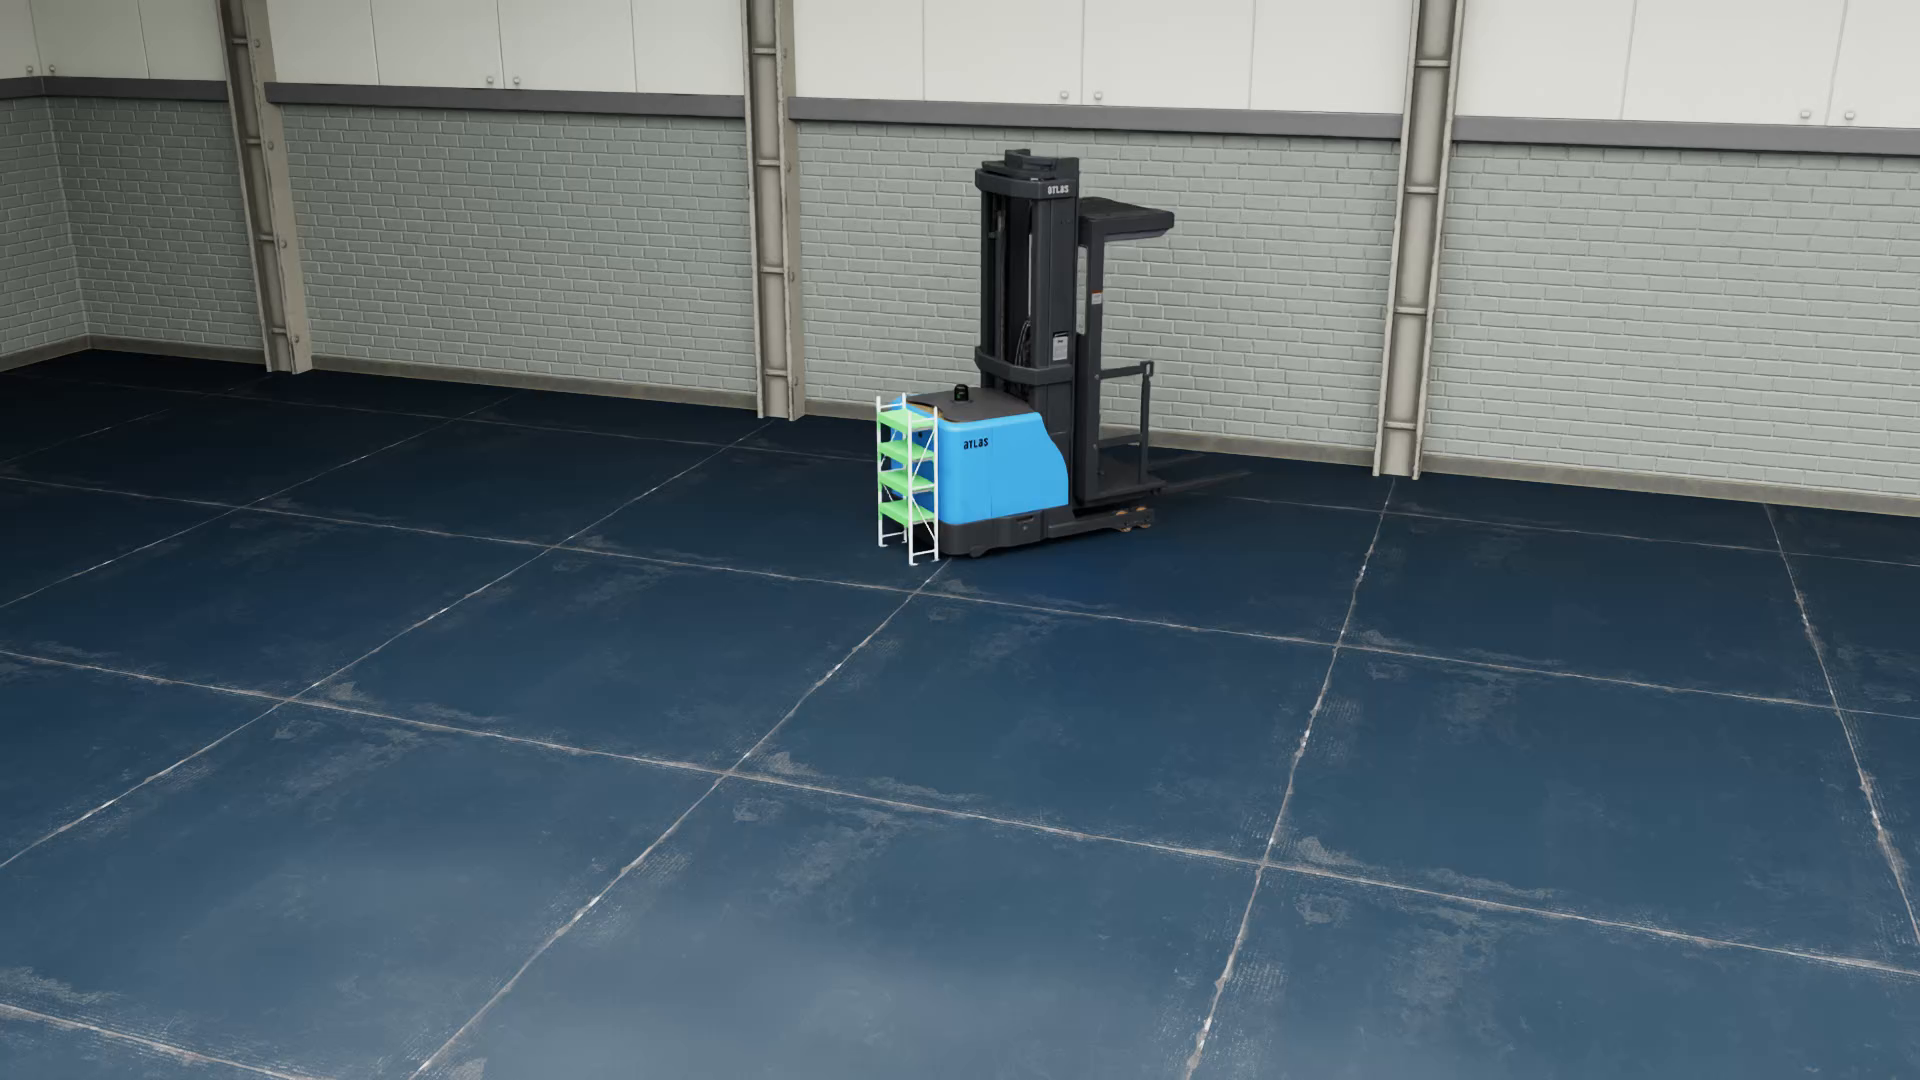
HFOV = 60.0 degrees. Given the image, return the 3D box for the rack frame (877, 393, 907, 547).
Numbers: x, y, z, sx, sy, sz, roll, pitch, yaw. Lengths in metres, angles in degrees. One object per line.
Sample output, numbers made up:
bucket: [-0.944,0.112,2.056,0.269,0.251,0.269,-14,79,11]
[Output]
rack frame: [-0.521,-0.531,12.777,0.240,1.200,0.015,-11,22,-29]

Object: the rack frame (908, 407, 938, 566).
rack frame: [-0.274,-0.392,12.379,0.240,1.200,0.015,-11,22,-29]

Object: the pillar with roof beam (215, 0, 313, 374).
pillar with roof beam: [-8.863,-4.805,13.188,0.400,9.000,9.100,7,20,18]

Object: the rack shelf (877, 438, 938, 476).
rack shelf: [-0.398,-0.628,12.520,0.258,0.148,0.480,-11,22,-29]

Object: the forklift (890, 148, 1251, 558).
forklift: [0.978,-1.587,13.176,3.031,2.935,1.130,-11,22,-28]

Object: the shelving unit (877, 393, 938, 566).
shelving unit: [-0.398,-0.462,12.578,0.258,1.200,0.503,-11,22,-29]

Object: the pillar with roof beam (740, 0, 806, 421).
pillar with roof beam: [-3.195,-4.157,11.329,0.400,9.000,9.100,7,20,18]

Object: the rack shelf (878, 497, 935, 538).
rack shelf: [-0.398,-0.175,12.678,0.258,0.148,0.480,-11,22,-29]

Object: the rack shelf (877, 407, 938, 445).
rack shelf: [-0.398,-0.855,12.441,0.258,0.148,0.480,-11,22,-29]

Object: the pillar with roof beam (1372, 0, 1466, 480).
pillar with roof beam: [2.473,-3.508,9.470,0.400,9.000,9.100,7,20,18]

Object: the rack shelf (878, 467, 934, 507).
rack shelf: [-0.398,-0.401,12.599,0.258,0.148,0.480,-11,22,-29]
